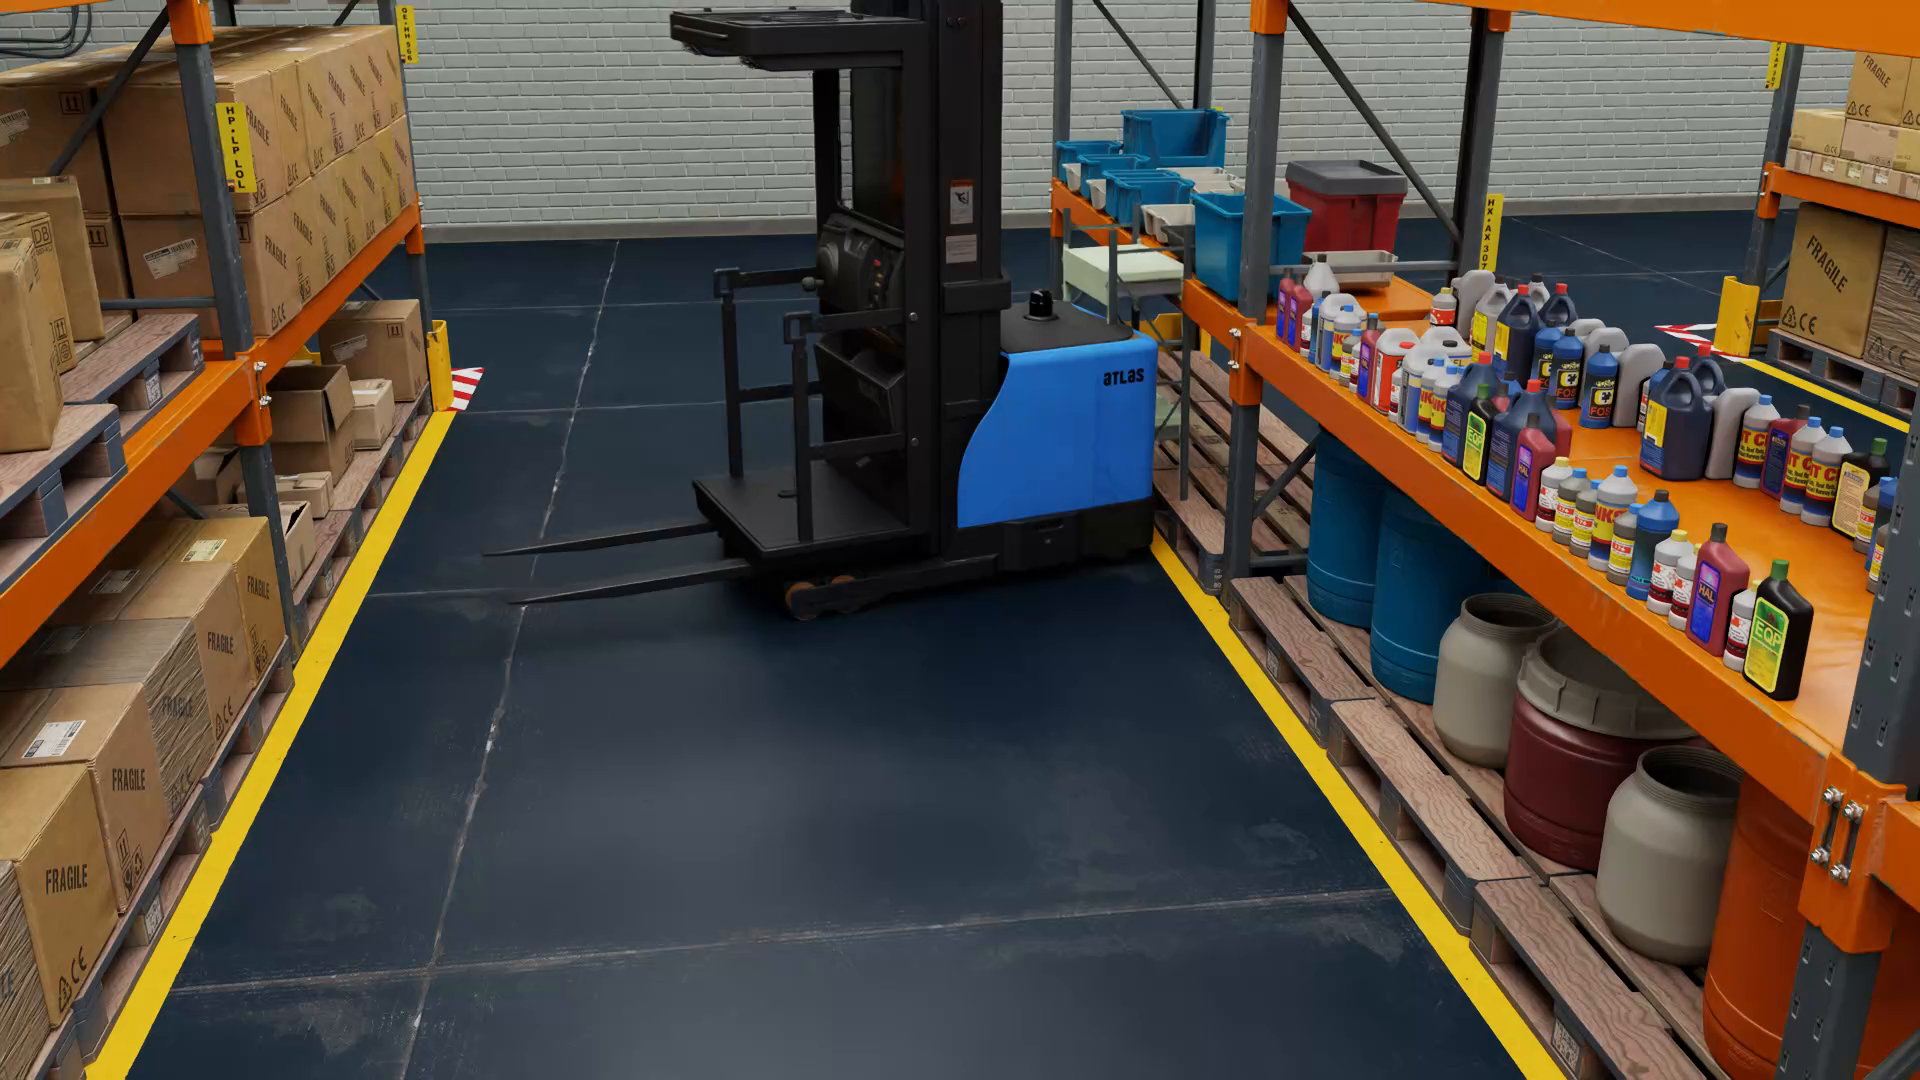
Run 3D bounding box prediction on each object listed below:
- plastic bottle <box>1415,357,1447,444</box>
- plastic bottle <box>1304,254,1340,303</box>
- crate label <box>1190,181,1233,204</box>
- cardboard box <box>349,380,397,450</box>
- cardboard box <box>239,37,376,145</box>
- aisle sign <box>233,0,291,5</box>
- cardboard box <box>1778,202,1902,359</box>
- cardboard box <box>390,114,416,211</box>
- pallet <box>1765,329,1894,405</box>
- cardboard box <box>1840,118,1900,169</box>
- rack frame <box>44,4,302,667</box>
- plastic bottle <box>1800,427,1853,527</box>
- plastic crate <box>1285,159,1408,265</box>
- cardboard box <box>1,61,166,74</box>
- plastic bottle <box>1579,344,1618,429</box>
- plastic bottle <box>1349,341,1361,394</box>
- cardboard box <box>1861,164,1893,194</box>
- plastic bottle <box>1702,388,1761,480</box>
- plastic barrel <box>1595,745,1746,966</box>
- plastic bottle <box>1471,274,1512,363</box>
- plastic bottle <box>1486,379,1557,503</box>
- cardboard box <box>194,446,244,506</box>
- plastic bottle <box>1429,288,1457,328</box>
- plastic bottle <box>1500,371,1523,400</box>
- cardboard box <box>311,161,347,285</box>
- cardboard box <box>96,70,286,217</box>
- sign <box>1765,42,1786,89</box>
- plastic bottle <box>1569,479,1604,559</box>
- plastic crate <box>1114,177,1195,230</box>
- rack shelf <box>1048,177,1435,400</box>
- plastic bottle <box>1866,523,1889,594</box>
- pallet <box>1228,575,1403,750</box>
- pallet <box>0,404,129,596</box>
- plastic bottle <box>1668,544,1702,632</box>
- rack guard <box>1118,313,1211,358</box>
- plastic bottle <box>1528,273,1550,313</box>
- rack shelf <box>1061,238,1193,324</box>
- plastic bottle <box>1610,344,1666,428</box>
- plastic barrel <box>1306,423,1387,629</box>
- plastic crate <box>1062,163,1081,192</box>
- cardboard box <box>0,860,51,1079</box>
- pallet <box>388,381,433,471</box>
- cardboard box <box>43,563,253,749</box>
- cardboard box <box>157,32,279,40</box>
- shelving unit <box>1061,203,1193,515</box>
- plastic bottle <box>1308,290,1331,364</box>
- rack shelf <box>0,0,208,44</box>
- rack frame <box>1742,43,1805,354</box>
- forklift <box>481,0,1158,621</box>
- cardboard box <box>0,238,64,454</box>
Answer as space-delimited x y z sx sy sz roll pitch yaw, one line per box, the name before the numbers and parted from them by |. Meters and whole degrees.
plastic bottle | 1.517 -0.448 5.311 0.097 0.271 0.097 0 20 0
plastic bottle | 1.407 -0.955 6.555 0.144 0.351 0.185 -3 21 -8
crate label | 1.483 -1.950 9.441 0.396 0.136 0.243 -3 21 -8
cardboard box | -3.378 -0.678 9.045 0.500 0.250 0.500 -3 21 -8
cardboard box | -3.318 -2.287 8.481 0.500 0.500 0.500 -2 21 -6
aisle sign | -4.108 -3.493 9.565 0.394 0.787 0.004 -3 21 -8
cardboard box | 6.167 -1.748 11.047 0.875 0.875 0.875 -3 21 -8
cardboard box | -3.474 -2.172 9.601 0.500 0.500 0.500 -2 21 -6
pallet | 6.188 -1.185 11.088 1.003 0.211 1.213 -3 21 -8
cardboard box | 5.879 -2.474 10.343 0.500 0.250 0.500 -3 21 -8
rack frame | -3.231 -0.881 6.289 1.000 3.000 0.127 -3 21 -8
plastic bottle | 2.396 -0.179 4.591 0.097 0.271 0.097 0 20 0
plastic crate | 1.791 -1.510 7.794 0.402 0.464 0.583 -3 21 -8
cardboard box | -3.637 -1.736 7.005 0.500 0.500 0.500 -3 21 -9
plastic bottle | 2.105 -0.509 5.475 0.097 0.271 0.097 0 20 0
plastic bottle | 1.431 -0.622 5.877 0.097 0.201 0.097 0 20 0
cardboard box | 5.835 -2.240 10.285 0.380 0.149 0.250 -3 21 -9
plastic bottle | 2.305 -0.333 4.998 0.152 0.276 0.135 -3 21 -8
plastic barrel | 1.991 0.864 4.570 0.421 0.512 0.421 0 20 0
plastic bottle | 1.985 -0.798 6.135 0.144 0.351 0.185 -3 21 -8
plastic bottle | 1.621 -0.293 4.785 0.144 0.351 0.185 -3 21 -8
cardboard box | -3.702 -0.270 7.867 0.500 0.311 0.500 -3 21 -8
plastic bottle | 1.927 -0.904 6.633 0.097 0.201 0.097 0 20 0
plastic bottle | 1.688 -0.388 5.150 0.097 0.271 0.097 0 20 0
cardboard box | -3.182 -1.469 7.719 0.500 0.500 0.500 -3 21 -8
cardboard box | -3.021 -1.574 6.571 0.500 0.500 0.500 -2 21 -6
sign | 5.446 -3.181 11.096 0.100 0.325 0.005 -3 21 -8
plastic bottle | 1.665 -0.060 4.373 0.097 0.201 0.097 0 20 0
plastic crate | 1.037 -1.803 8.909 0.416 0.233 0.300 -3 21 -8
rack shelf | 1.383 -1.485 8.934 1.077 0.370 4.000 -3 21 -8
plastic bottle | 2.318 0.035 4.120 0.097 0.201 0.097 0 20 0
pallet | 1.741 0.446 6.721 1.003 0.211 1.213 -3 21 -8
pallet | -2.939 -0.080 4.416 1.003 0.211 1.213 -3 21 -8
plastic bottle | 1.735 0.109 3.921 0.097 0.201 0.097 0 20 0
rack guard | 1.078 -1.351 11.120 1.175 0.500 0.348 -3 21 -8
plastic bottle | 2.127 -0.805 6.155 0.144 0.351 0.185 -3 21 -8
rack shelf | 0.805 -1.220 8.121 0.431 0.370 0.720 -6 20 -12
plastic bottle | 2.226 -0.524 5.508 0.152 0.276 0.135 -3 21 -8
plastic barrel | 1.733 -0.154 6.741 0.600 0.901 0.708 -3 21 -8
plastic crate | 0.769 -2.202 10.116 0.250 0.136 0.298 -3 21 -8
cardboard box | -2.518 1.116 3.886 0.500 0.500 0.500 -4 21 -10
pallet | -3.681 -0.657 9.675 1.003 0.211 1.213 -3 21 -8
cardboard box | -2.813 0.412 5.771 0.500 0.500 0.500 -3 21 -8
cardboard box | -3.922 -2.434 8.874 0.500 0.500 0.500 -3 21 -7
shelving unit | 0.817 -0.852 8.252 0.431 1.500 0.755 -6 20 -12
plastic bottle | 1.370 -0.802 6.261 0.097 0.271 0.097 0 20 0
rack shelf | -2.943 -1.257 4.036 1.077 0.370 4.000 -3 21 -8
rack frame | 5.996 -2.765 11.331 1.000 3.000 0.127 -3 21 -8
forklift | -0.633 -1.230 7.321 3.031 2.935 1.130 -9 22 -23
cardboard box | -2.915 -0.516 4.568 0.700 0.500 0.500 -8 22 -21
